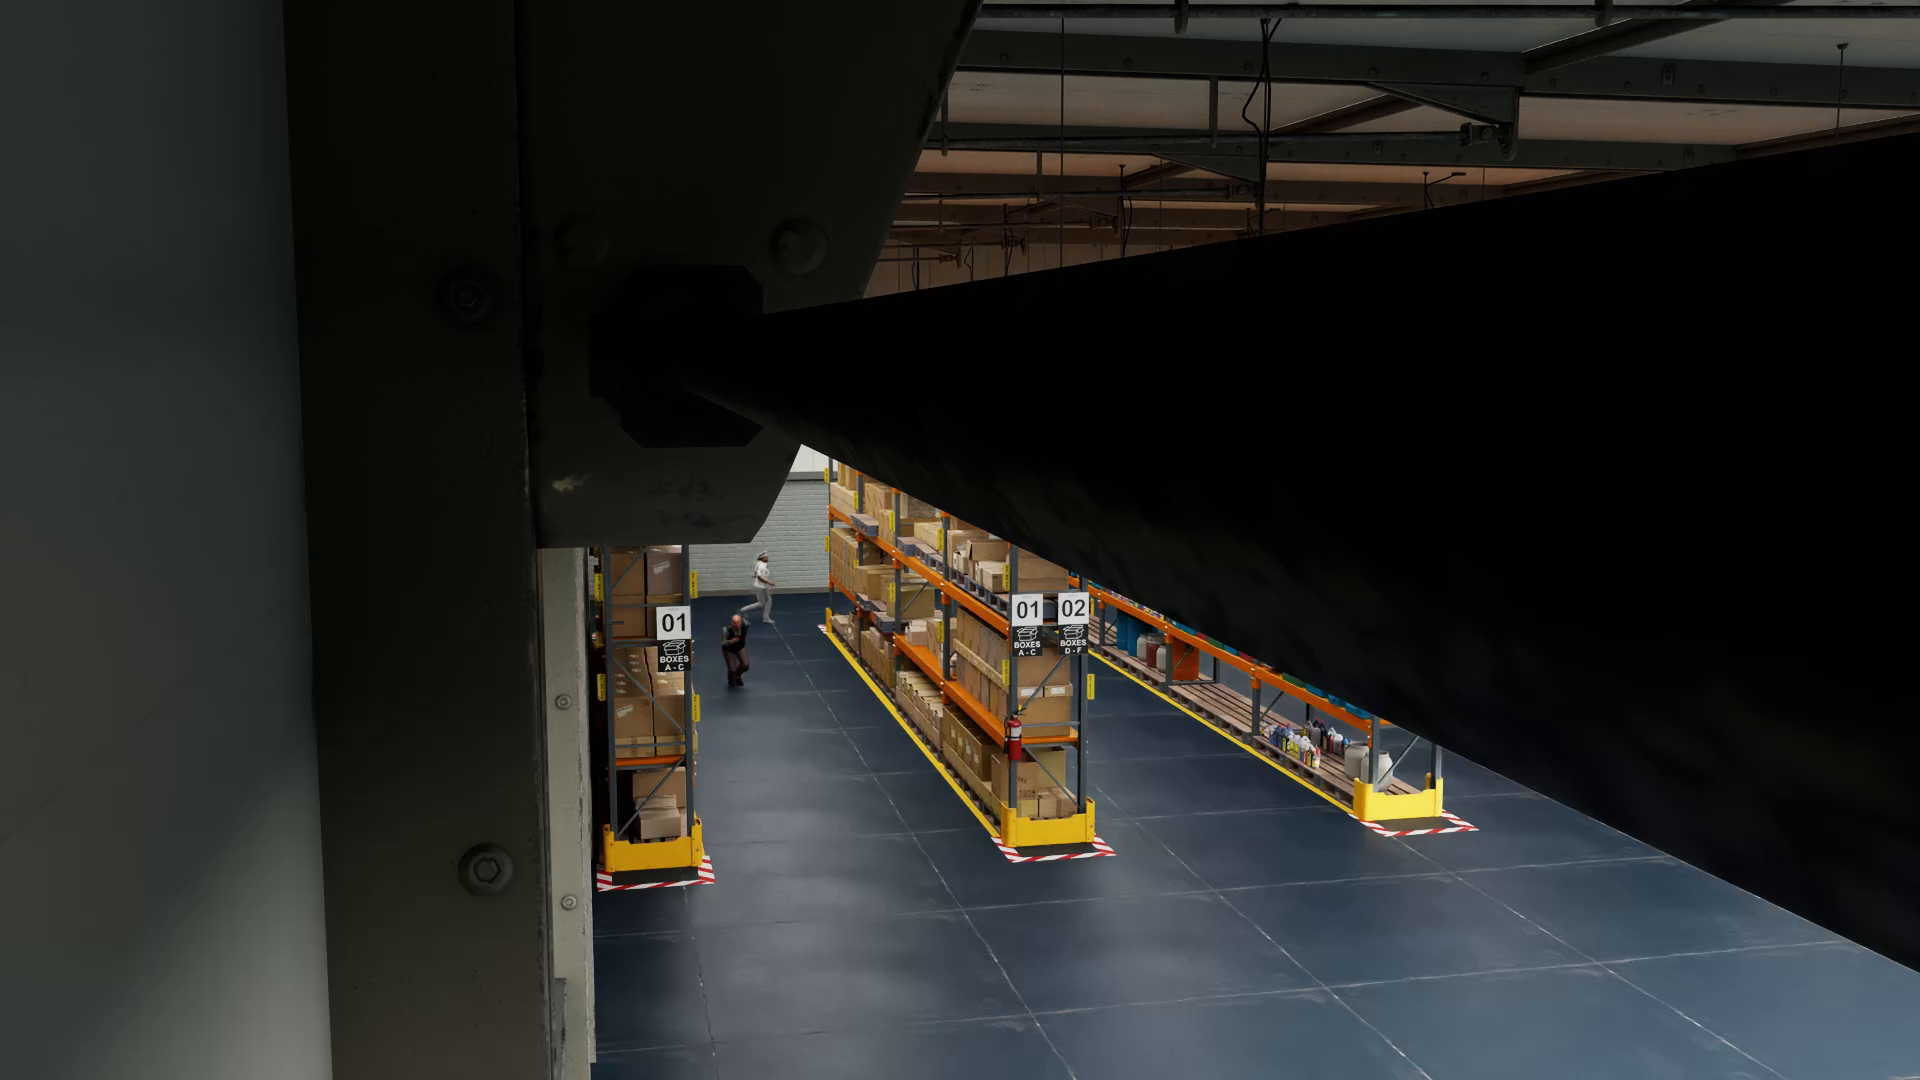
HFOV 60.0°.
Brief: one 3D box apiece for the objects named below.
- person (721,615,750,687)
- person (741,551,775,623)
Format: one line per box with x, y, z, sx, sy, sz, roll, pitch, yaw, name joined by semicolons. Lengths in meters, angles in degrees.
-4.085;2.017;30.285;0.656;1.435;0.995;-3;8;-27;person
-4.571;1.067;37.522;0.783;1.670;0.562;-1;7;-11;person
